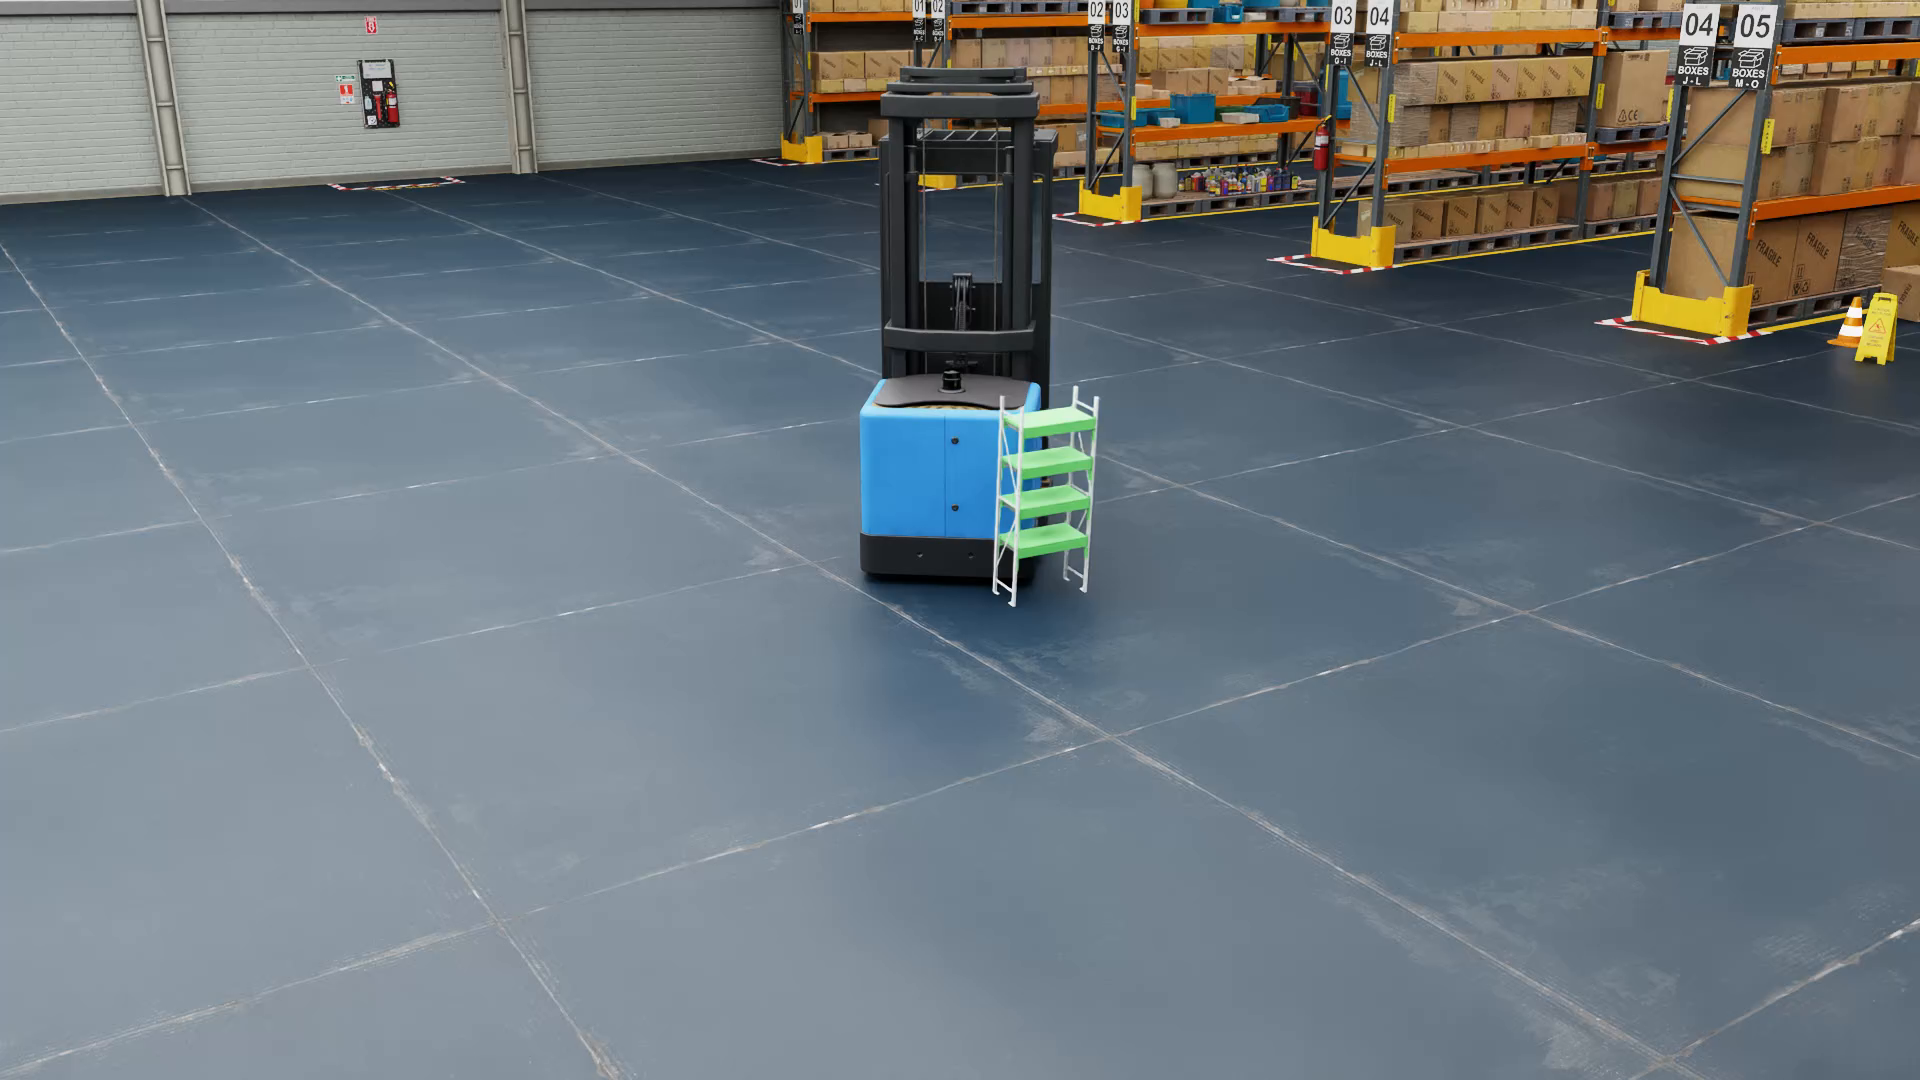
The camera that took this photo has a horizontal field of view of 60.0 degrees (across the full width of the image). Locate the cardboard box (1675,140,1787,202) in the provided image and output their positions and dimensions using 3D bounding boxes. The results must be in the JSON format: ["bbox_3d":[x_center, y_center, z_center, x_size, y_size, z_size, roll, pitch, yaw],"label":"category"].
[{"bbox_3d":[7.890,-3.803,17.078,0.550,0.550,0.875,-12,22,-31],"label":"cardboard box"}]

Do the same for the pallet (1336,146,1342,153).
[{"bbox_3d":[7.860,-8.073,34.295,1.213,0.211,1.003,-12,22,-31],"label":"pallet"}]

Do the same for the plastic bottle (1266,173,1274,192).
[{"bbox_3d":[4.926,-5.686,26.435,0.133,0.283,0.061,-10,21,-28],"label":"plastic bottle"}]

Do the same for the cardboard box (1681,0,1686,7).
[{"bbox_3d":[10.538,-7.786,23.473,0.500,0.500,0.500,-11,22,-30],"label":"cardboard box"}]

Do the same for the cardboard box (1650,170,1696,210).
[{"bbox_3d":[10.638,-5.208,24.683,0.500,0.500,0.700,-14,23,-36],"label":"cardboard box"}]

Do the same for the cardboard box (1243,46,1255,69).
[{"bbox_3d":[6.564,-11.137,38.352,0.500,0.500,0.500,-12,22,-32],"label":"cardboard box"}]

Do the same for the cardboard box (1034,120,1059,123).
[{"bbox_3d":[1.463,-7.432,30.511,0.500,0.500,0.500,-12,22,-31],"label":"cardboard box"}]

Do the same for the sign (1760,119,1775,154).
[{"bbox_3d":[7.906,-3.953,16.279,0.005,0.325,0.100,-12,22,-31],"label":"sign"}]

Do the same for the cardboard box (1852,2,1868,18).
[{"bbox_3d":[8.911,-5.356,16.800,0.250,0.149,0.380,-12,22,-31],"label":"cardboard box"}]

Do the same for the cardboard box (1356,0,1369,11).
[{"bbox_3d":[5.022,-6.671,20.721,0.250,0.149,0.380,-12,22,-31],"label":"cardboard box"}]

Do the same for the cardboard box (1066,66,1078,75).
[{"bbox_3d":[1.897,-8.425,29.813,0.250,0.149,0.380,-12,22,-32],"label":"cardboard box"}]

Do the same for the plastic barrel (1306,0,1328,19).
[{"bbox_3d":[5.884,-8.835,26.728,0.708,0.901,0.600,-12,22,-31],"label":"plastic barrel"}]

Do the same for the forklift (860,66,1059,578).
[{"bbox_3d":[0.063,-1.589,10.868,1.130,2.935,3.031,2,19,5],"label":"forklift"}]

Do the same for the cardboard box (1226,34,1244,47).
[{"bbox_3d":[6.130,-11.403,37.967,0.500,0.250,0.500,-11,22,-30],"label":"cardboard box"}]

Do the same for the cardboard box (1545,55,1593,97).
[{"bbox_3d":[8.078,-6.213,22.257,0.500,0.500,0.500,-12,22,-31],"label":"cardboard box"}]

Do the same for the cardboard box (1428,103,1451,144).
[{"bbox_3d":[5.788,-5.397,21.406,0.500,0.500,0.875,-12,22,-31],"label":"cardboard box"}]

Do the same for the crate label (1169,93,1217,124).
[{"bbox_3d":[3.626,-6.738,25.935,0.616,0.435,0.502,-12,22,-31],"label":"crate label"}]

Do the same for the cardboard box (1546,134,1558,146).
[{"bbox_3d":[7.829,-5.399,22.424,0.250,0.149,0.380,-12,22,-31],"label":"cardboard box"}]

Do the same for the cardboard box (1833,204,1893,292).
[{"bbox_3d":[9.632,-3.300,18.484,0.875,0.875,0.875,-12,22,-31],"label":"cardboard box"}]

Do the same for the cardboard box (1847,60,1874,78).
[{"bbox_3d":[13.875,-7.403,26.237,0.637,0.503,0.797,-12,22,-31],"label":"cardboard box"}]

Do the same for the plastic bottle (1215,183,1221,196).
[{"bbox_3d":[4.010,-5.461,25.898,0.097,0.201,0.097,0,19,0],"label":"plastic bottle"}]

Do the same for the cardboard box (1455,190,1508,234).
[{"bbox_3d":[6.997,-4.426,22.400,0.500,0.500,0.500,-14,23,-36],"label":"cardboard box"}]

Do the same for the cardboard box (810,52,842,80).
[{"bbox_3d":[-2.647,-9.272,32.518,0.500,0.500,0.500,-12,22,-31],"label":"cardboard box"}]

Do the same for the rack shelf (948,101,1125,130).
[{"bbox_3d":[1.187,-7.661,29.846,4.000,0.370,1.077,-12,22,-31],"label":"rack shelf"}]

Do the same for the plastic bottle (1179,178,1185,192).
[{"bbox_3d":[3.531,-5.648,26.449,0.097,0.201,0.097,0,19,0],"label":"plastic bottle"}]

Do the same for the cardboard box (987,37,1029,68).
[{"bbox_3d":[0.815,-8.583,29.267,0.500,0.500,0.700,-12,22,-31],"label":"cardboard box"}]

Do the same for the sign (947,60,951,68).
[{"bbox_3d":[-0.183,-7.948,28.095,0.005,0.325,0.100,-12,22,-31],"label":"sign"}]

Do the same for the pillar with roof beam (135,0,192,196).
[{"bbox_3d":[-10.756,-8.906,23.036,0.400,9.000,9.100,-12,22,-31],"label":"pillar with roof beam"}]

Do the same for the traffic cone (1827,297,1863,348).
[{"bbox_3d":[8.830,-2.167,16.432,0.334,0.463,0.336,-12,22,-31],"label":"traffic cone"}]

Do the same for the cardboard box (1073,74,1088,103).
[{"bbox_3d":[2.053,-8.227,30.241,0.500,0.500,0.700,-12,22,-32],"label":"cardboard box"}]

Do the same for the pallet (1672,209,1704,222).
[{"bbox_3d":[10.990,-4.950,25.058,1.213,0.211,1.003,-12,22,-31],"label":"pallet"}]

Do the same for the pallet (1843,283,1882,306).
[{"bbox_3d":[10.268,-2.926,19.069,1.213,0.211,1.003,-12,22,-31],"label":"pallet"}]

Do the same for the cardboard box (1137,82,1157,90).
[{"bbox_3d":[3.491,-8.495,31.398,0.258,0.266,0.396,-13,22,-33],"label":"cardboard box"}]

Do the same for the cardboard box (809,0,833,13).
[{"bbox_3d":[-2.794,-10.444,32.083,0.500,0.500,0.500,-11,22,-30],"label":"cardboard box"}]

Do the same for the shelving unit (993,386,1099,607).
[{"bbox_3d":[0.488,-0.250,9.586,0.503,1.200,0.258,-10,25,-27],"label":"shelving unit"}]

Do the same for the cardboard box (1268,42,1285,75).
[{"bbox_3d":[7.273,-11.321,39.080,0.700,0.700,0.980,-12,22,-31],"label":"cardboard box"}]

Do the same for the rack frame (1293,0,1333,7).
[{"bbox_3d":[5.579,-9.871,25.891,0.127,3.000,1.000,-12,22,-31],"label":"rack frame"}]

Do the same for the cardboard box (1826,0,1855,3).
[{"bbox_3d":[8.573,-5.498,16.599,0.500,0.250,0.500,-12,22,-32],"label":"cardboard box"}]

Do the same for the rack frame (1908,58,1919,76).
[{"bbox_3d":[14.984,-7.113,27.101,0.127,3.000,1.000,-12,22,-31],"label":"rack frame"}]

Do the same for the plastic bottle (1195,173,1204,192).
[{"bbox_3d":[3.815,-5.695,26.462,0.133,0.283,0.061,-12,22,-31],"label":"plastic bottle"}]

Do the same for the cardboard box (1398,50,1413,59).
[{"bbox_3d":[9.020,-9.986,34.788,0.700,0.500,0.500,14,23,35],"label":"cardboard box"}]

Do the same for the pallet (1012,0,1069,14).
[{"bbox_3d":[1.141,-9.363,29.210,1.213,0.211,1.003,-12,22,-31],"label":"pallet"}]

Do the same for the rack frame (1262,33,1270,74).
[{"bbox_3d":[6.811,-11.088,38.858,0.127,3.000,1.000,-12,22,-31],"label":"rack frame"}]

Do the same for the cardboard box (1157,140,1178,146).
[{"bbox_3d":[3.761,-7.609,31.331,0.500,0.311,0.500,-12,22,-32],"label":"cardboard box"}]

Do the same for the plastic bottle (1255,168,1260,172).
[{"bbox_3d":[4.816,-5.944,27.209,0.135,0.276,0.152,-11,22,-29],"label":"plastic bottle"}]

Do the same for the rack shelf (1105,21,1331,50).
[{"bbox_3d":[3.908,-7.757,25.445,4.000,0.370,1.077,-12,22,-31],"label":"rack shelf"}]

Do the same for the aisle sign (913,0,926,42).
[{"bbox_3d":[-0.700,-8.948,28.471,0.004,0.787,0.394,-12,22,-31],"label":"aisle sign"}]

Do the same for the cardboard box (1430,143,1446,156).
[{"bbox_3d":[5.965,-4.995,21.230,0.250,0.149,0.380,-12,22,-31],"label":"cardboard box"}]

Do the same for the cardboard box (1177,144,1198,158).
[{"bbox_3d":[4.189,-7.437,31.698,0.500,0.250,0.500,-13,22,-33],"label":"cardboard box"}]

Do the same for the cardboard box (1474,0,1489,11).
[{"bbox_3d":[6.424,-6.745,20.940,0.250,0.149,0.380,-13,23,-34],"label":"cardboard box"}]

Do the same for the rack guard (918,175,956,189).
[{"bbox_3d":[-0.503,-6.461,29.077,0.348,0.500,1.175,-12,22,-31],"label":"rack guard"}]

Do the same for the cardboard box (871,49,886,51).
[{"bbox_3d":[-1.658,-9.675,33.710,0.500,0.500,0.500,-12,22,-31],"label":"cardboard box"}]

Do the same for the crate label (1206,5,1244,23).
[{"bbox_3d":[3.983,-7.916,25.025,0.408,0.251,0.502,-12,22,-31],"label":"crate label"}]
